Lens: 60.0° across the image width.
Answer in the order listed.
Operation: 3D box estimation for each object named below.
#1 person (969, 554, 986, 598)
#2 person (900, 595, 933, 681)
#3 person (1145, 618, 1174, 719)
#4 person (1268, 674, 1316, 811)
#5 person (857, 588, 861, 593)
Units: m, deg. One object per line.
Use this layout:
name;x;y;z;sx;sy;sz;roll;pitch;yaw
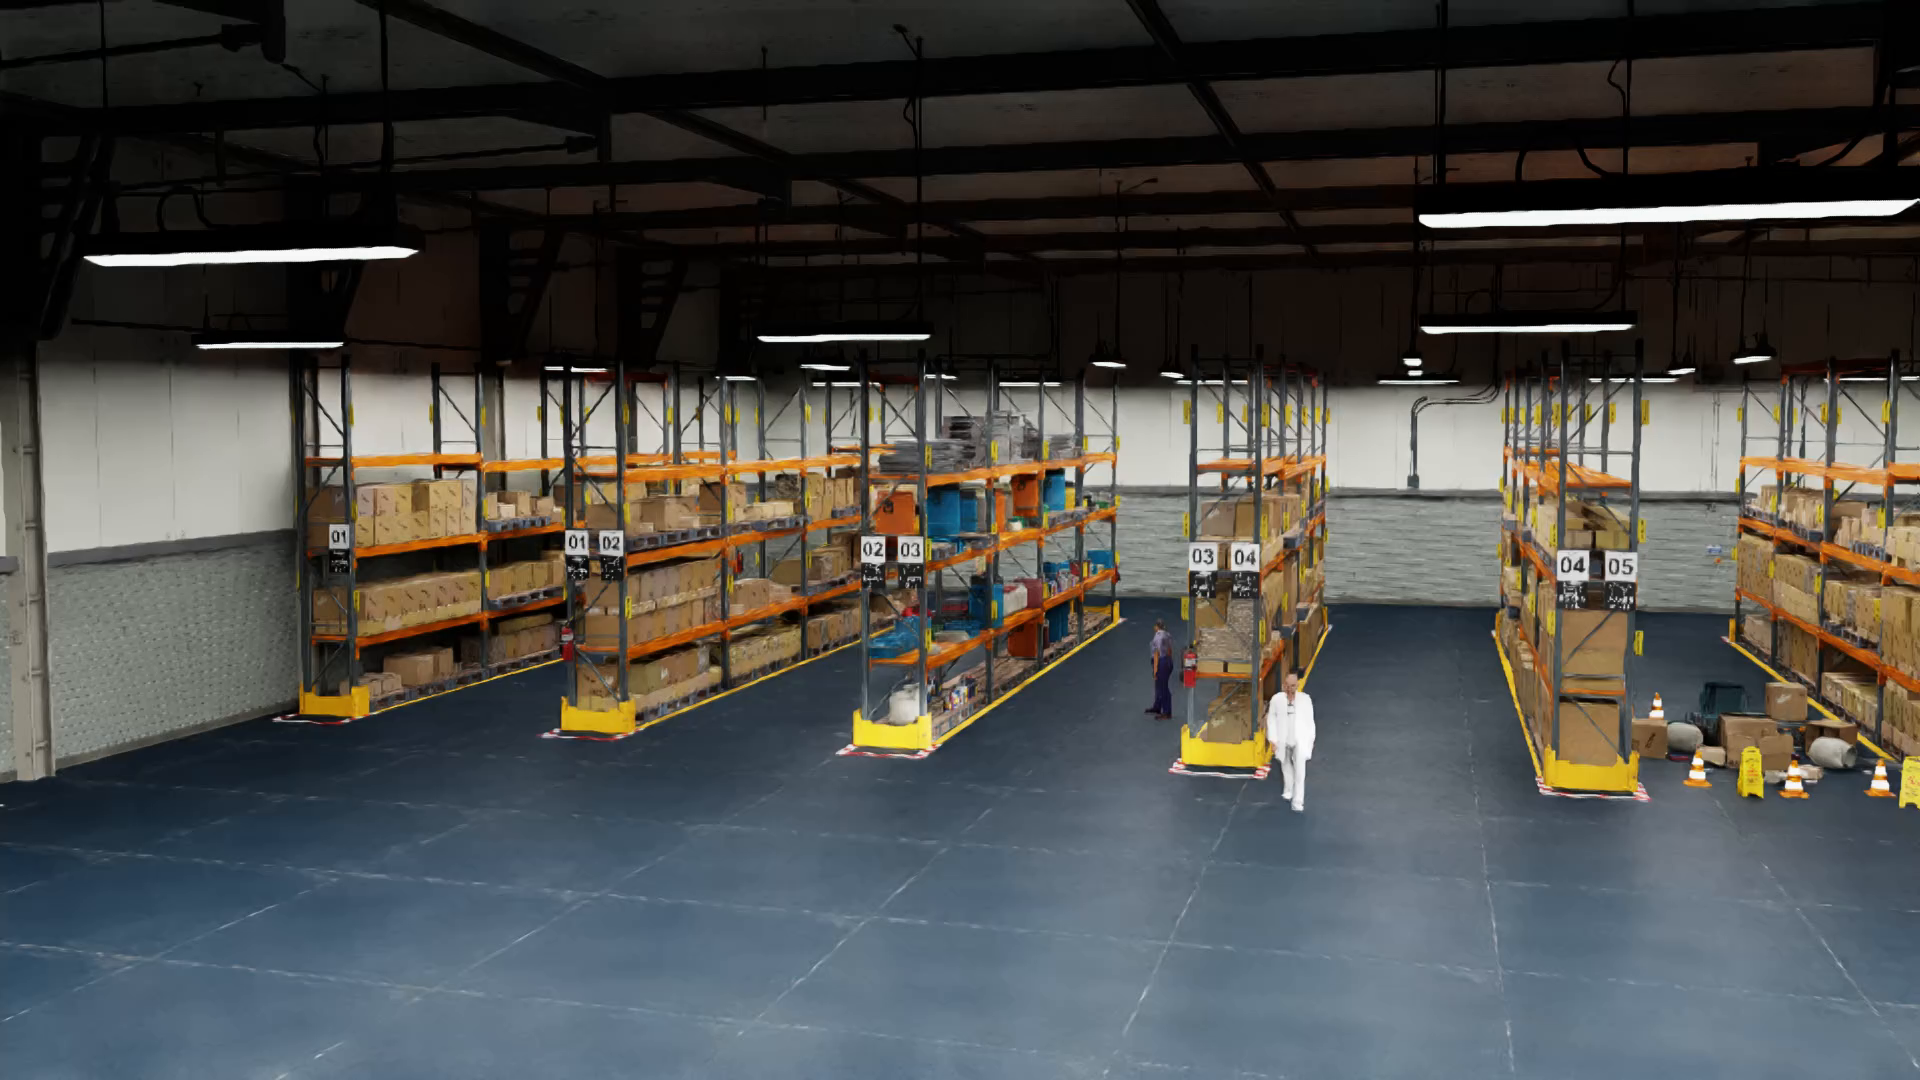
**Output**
person;0.516;0.815;44.814;0.645;1.669;0.443;-3;5;-34
person;-0.814;1.840;31.100;0.682;1.675;0.535;1;4;14
person;3.312;2.099;27.651;0.600;1.639;0.684;2;5;28
person;4.218;2.545;21.216;0.598;1.698;1.172;1;5;18
person;-2.587;0.775;45.861;0.474;1.589;0.491;-2;5;-23
